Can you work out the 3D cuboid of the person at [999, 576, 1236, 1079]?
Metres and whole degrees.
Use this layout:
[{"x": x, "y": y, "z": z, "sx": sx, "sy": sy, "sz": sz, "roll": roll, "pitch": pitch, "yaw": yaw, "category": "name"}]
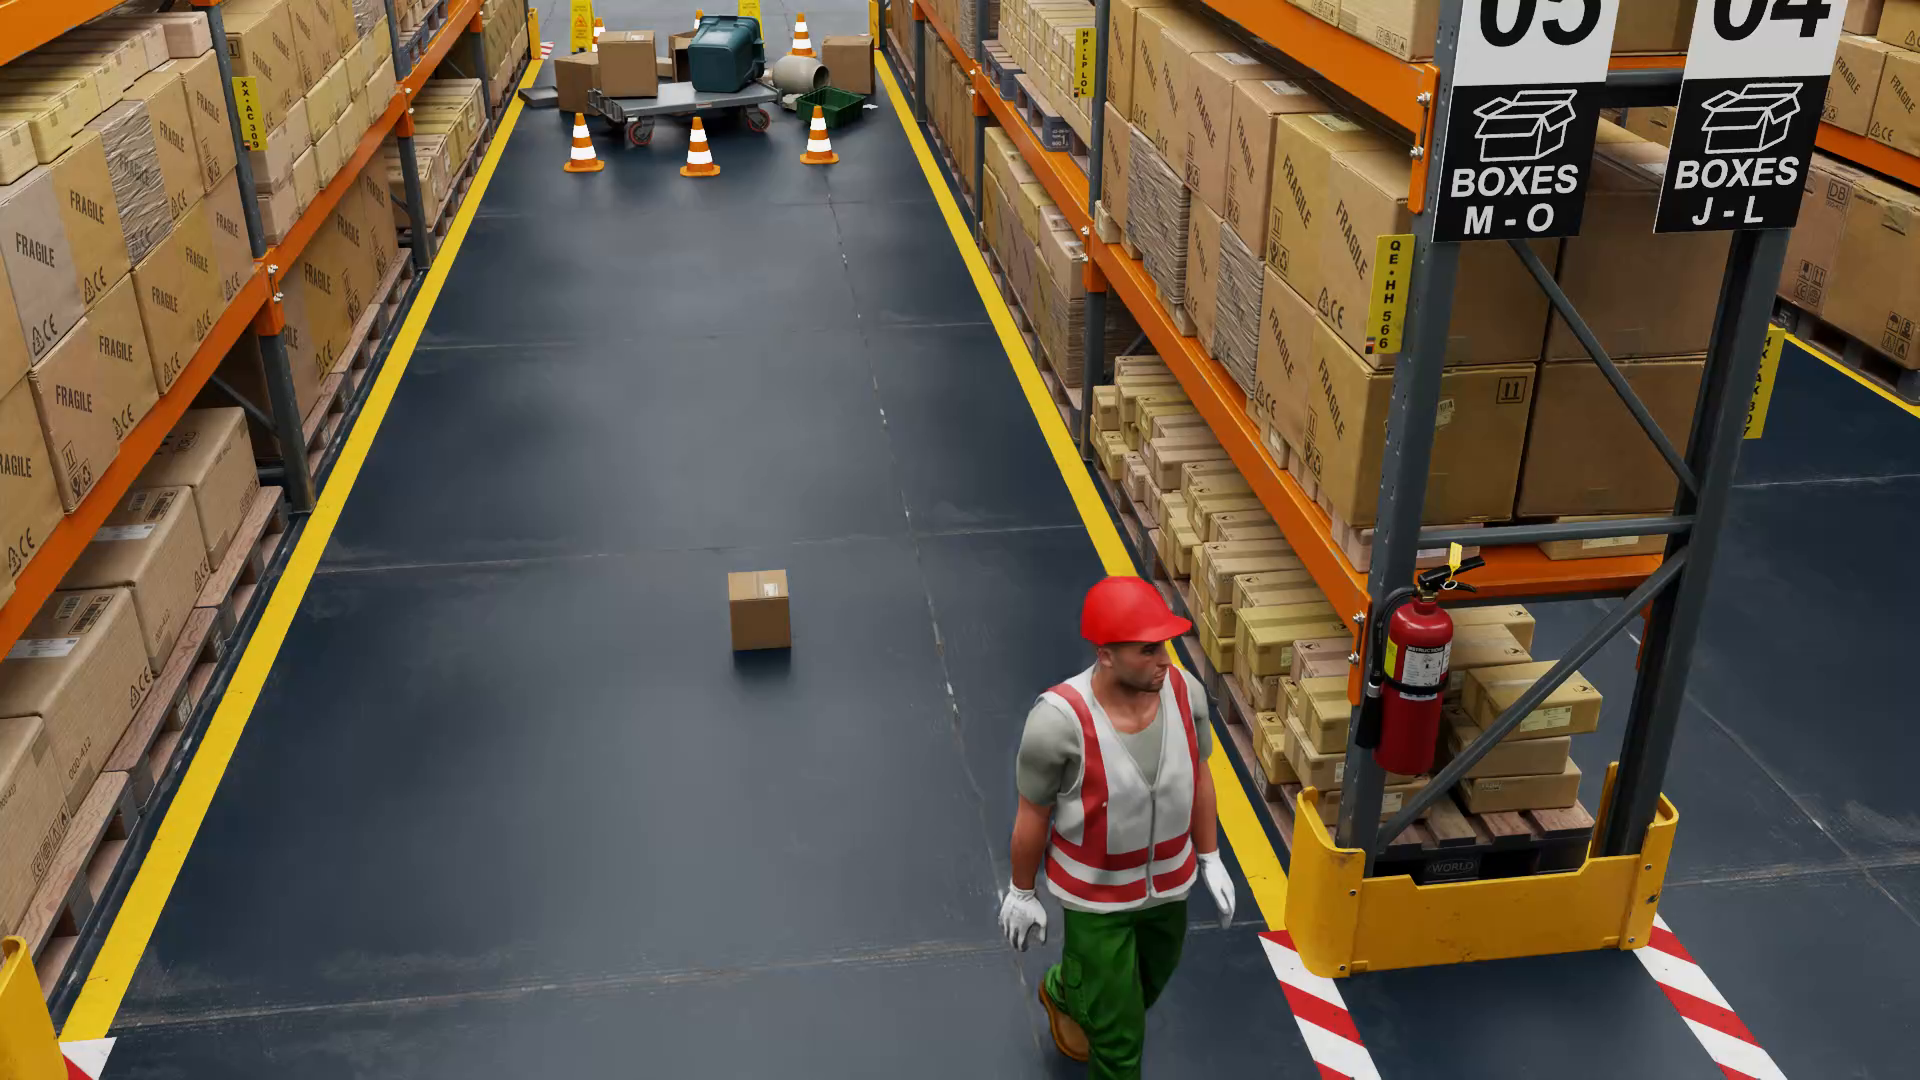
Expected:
[{"x": 0.421, "y": 0.896, "z": 4.318, "sx": 0.599, "sy": 1.767, "sz": 0.948, "roll": -12, "pitch": 29, "yaw": -23, "category": "person"}]
